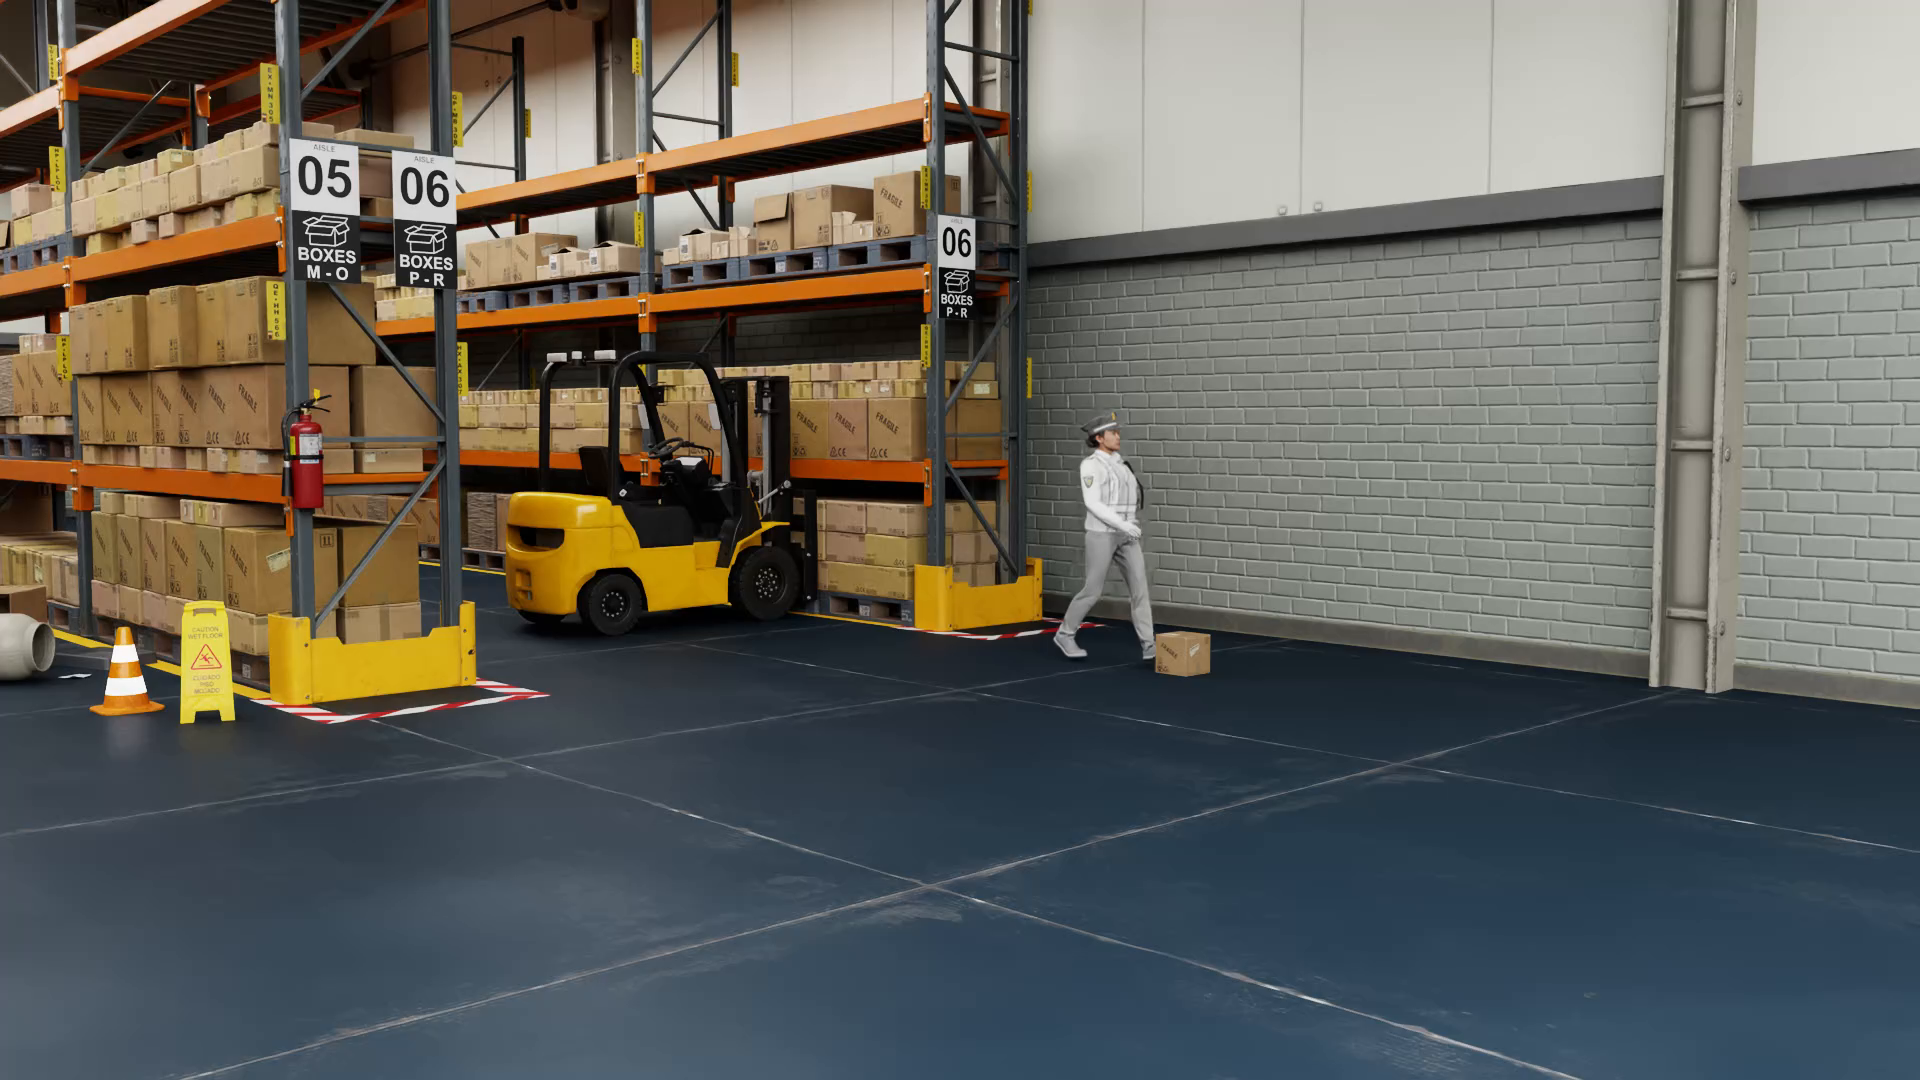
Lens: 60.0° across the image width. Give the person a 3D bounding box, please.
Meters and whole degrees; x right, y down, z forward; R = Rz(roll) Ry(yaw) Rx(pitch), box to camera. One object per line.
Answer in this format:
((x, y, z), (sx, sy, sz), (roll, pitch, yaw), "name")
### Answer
((1.041, -0.027, 11.052), (0.905, 1.657, 0.540), (4, 6, 44), "person")
